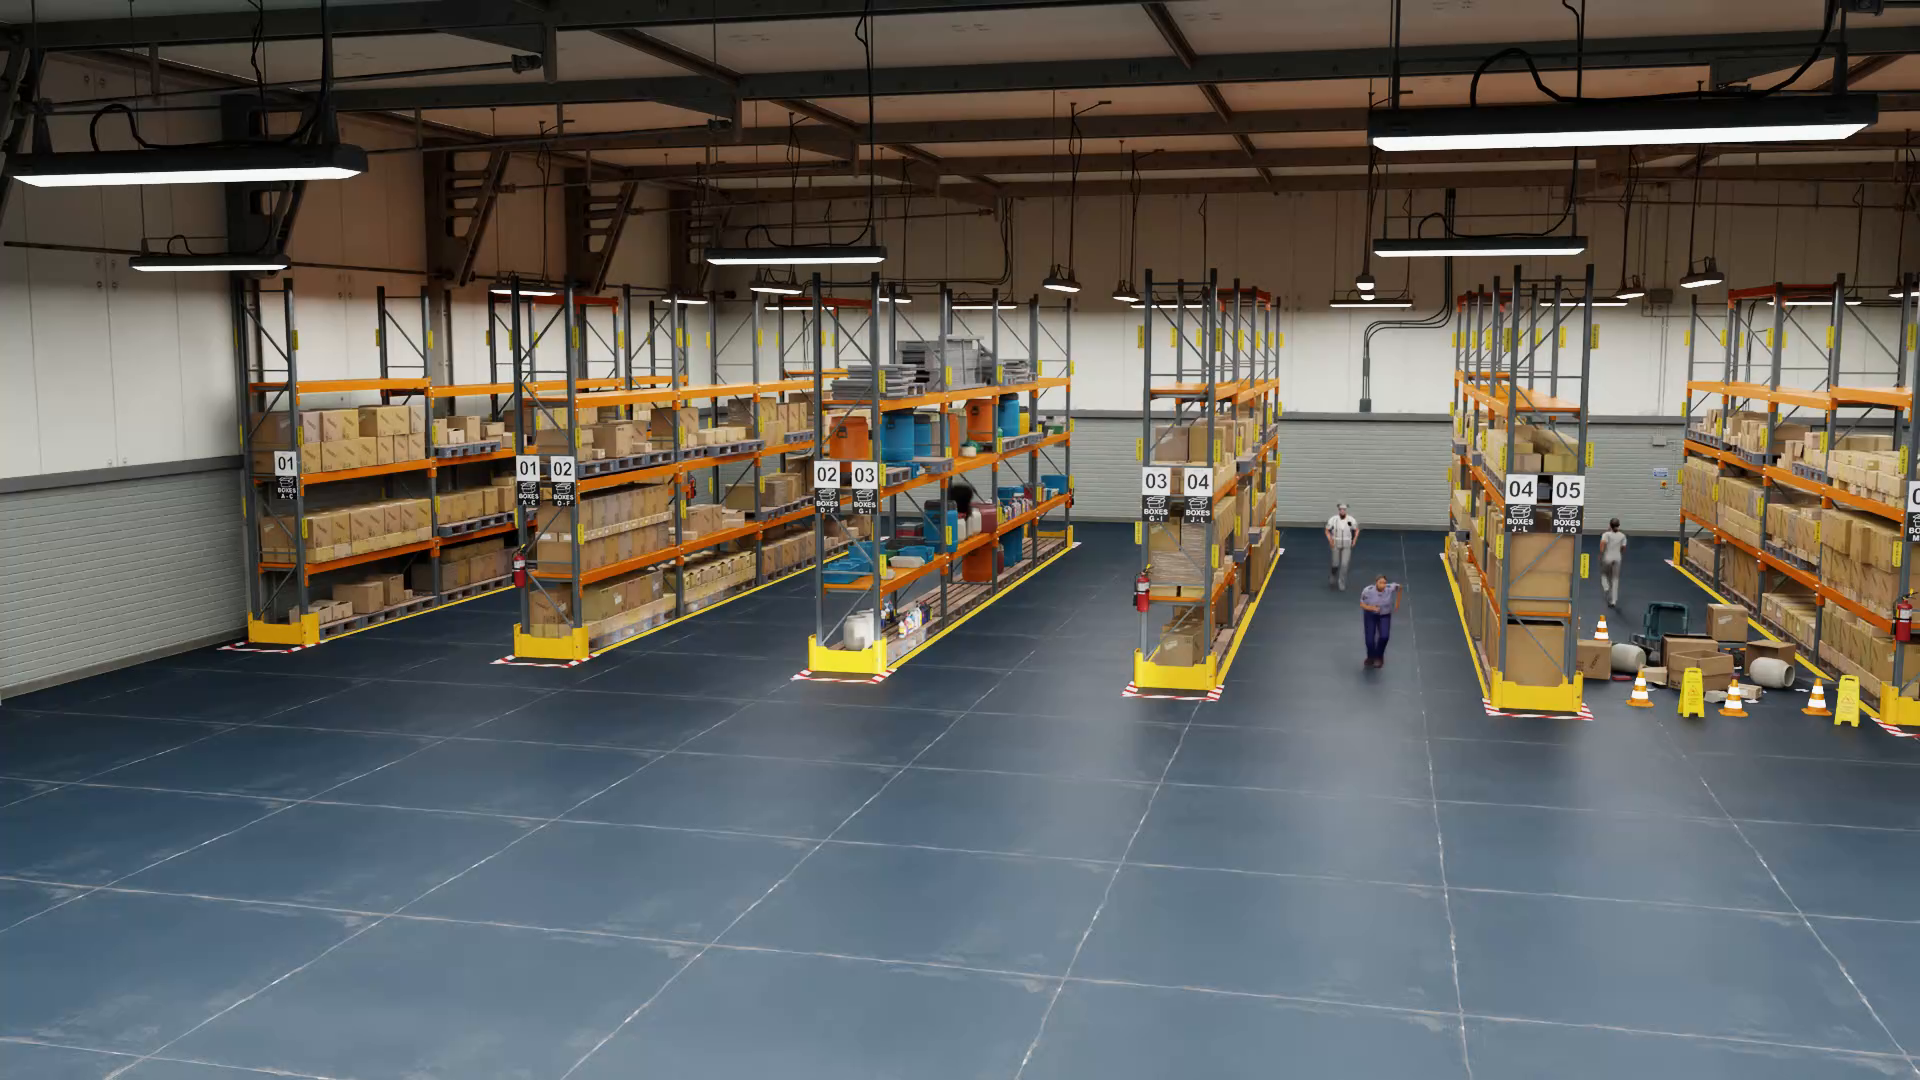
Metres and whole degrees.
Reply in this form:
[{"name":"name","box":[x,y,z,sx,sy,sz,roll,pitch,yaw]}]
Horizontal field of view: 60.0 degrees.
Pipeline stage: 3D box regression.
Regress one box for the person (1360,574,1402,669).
[{"name":"person","box":[6.412,1.226,25.381,0.640,1.509,0.915,1,7,7]}]

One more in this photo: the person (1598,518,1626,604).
[{"name":"person","box":[12.390,0.512,31.672,0.536,1.383,0.694,1,7,7]}]

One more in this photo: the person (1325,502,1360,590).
[{"name":"person","box":[7.755,0.102,33.737,0.685,1.764,0.631,1,7,8]}]
